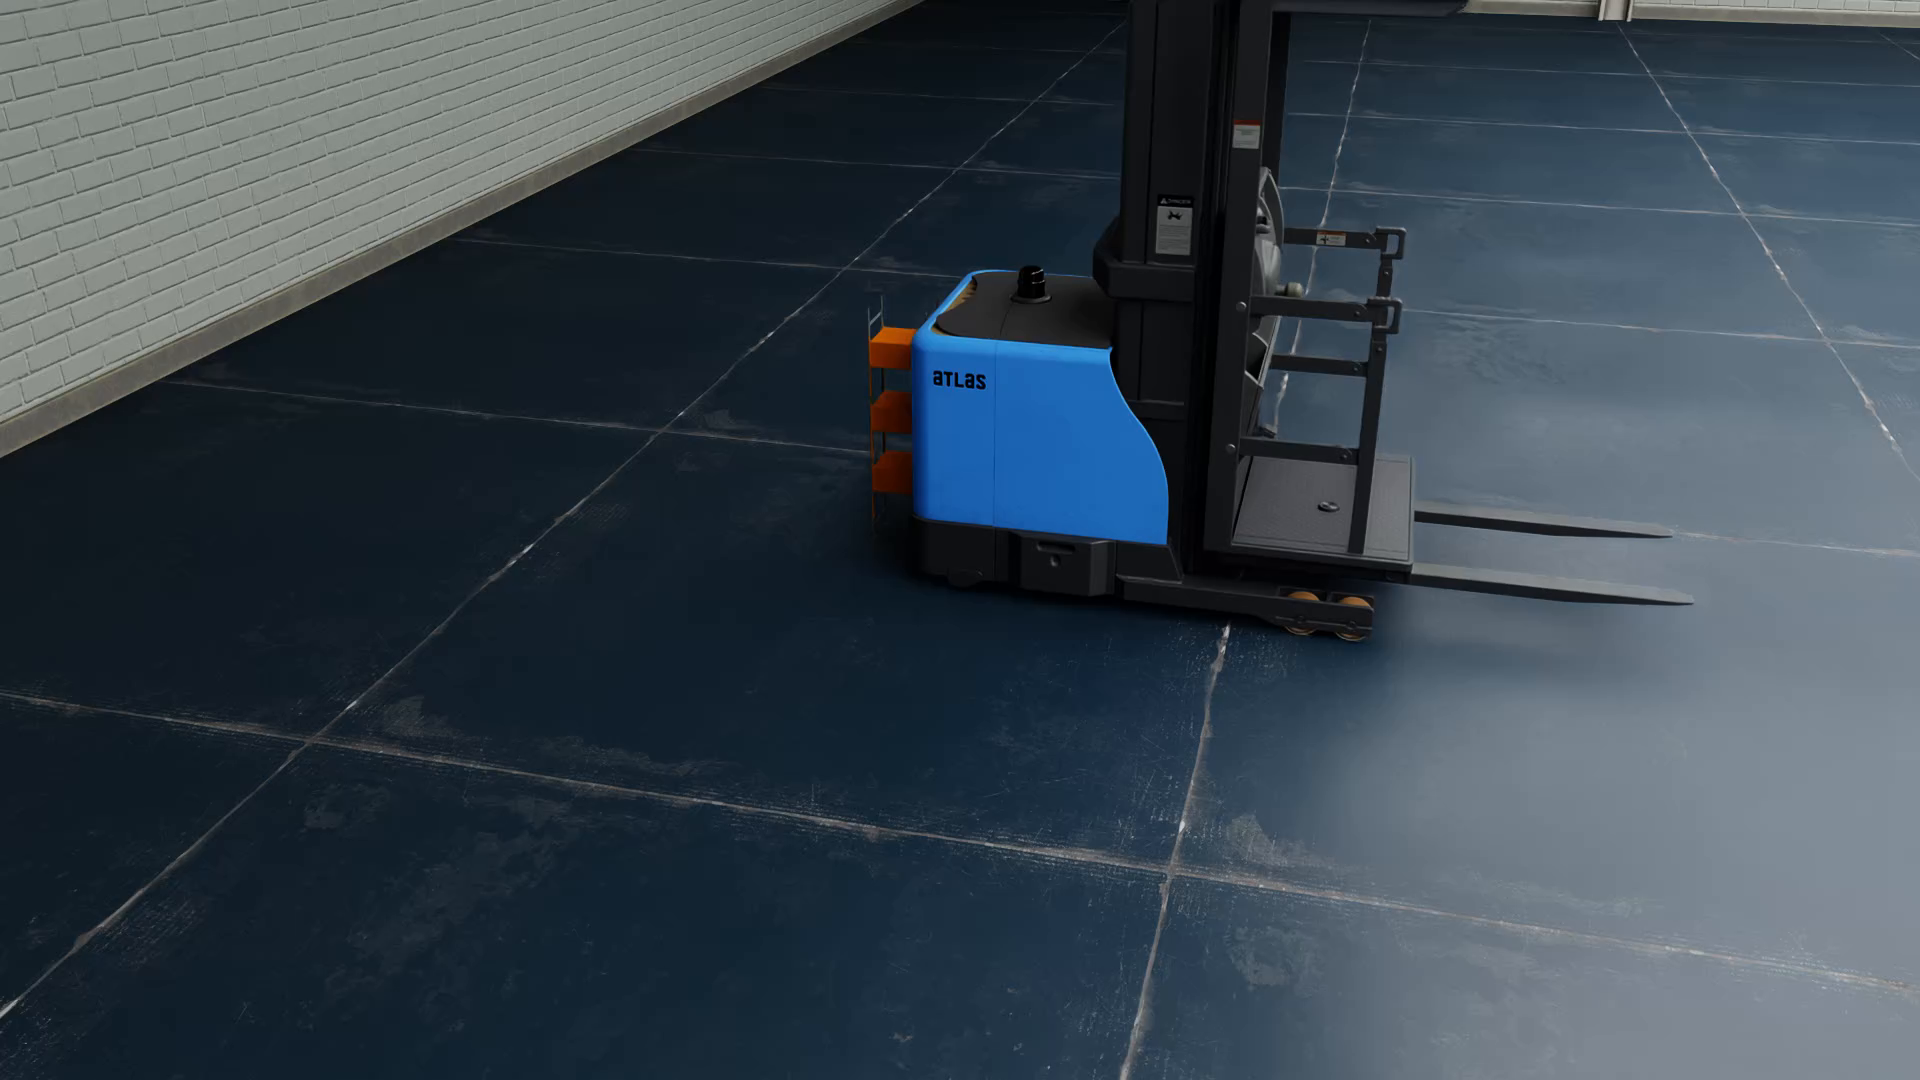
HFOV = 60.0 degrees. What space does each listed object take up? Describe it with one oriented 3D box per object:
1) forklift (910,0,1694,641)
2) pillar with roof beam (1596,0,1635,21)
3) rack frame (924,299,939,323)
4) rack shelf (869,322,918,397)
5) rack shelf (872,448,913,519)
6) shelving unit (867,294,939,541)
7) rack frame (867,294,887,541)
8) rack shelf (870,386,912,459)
[{"bbox_3d":[1.369,-1.186,6.332,3.031,2.935,1.130,6,26,13],"label":"forklift"},{"bbox_3d":[7.261,-8.916,15.508,0.400,9.000,9.100,6,26,13],"label":"pillar with roof beam"},{"bbox_3d":[-0.117,-0.487,7.052,0.008,1.050,0.200,6,26,13],"label":"rack frame"},{"bbox_3d":[-0.235,-0.747,6.962,0.240,0.259,0.215,6,26,13],"label":"rack shelf"},{"bbox_3d":[-0.235,-0.240,7.203,0.240,0.259,0.215,6,26,13],"label":"rack shelf"},{"bbox_3d":[-0.235,-0.500,7.079,0.252,1.050,0.215,6,26,13],"label":"shelving unit"},{"bbox_3d":[-0.353,-0.513,7.106,0.008,1.050,0.200,6,26,13],"label":"rack frame"},{"bbox_3d":[-0.235,-0.491,7.084,0.240,0.259,0.215,6,26,13],"label":"rack shelf"}]
